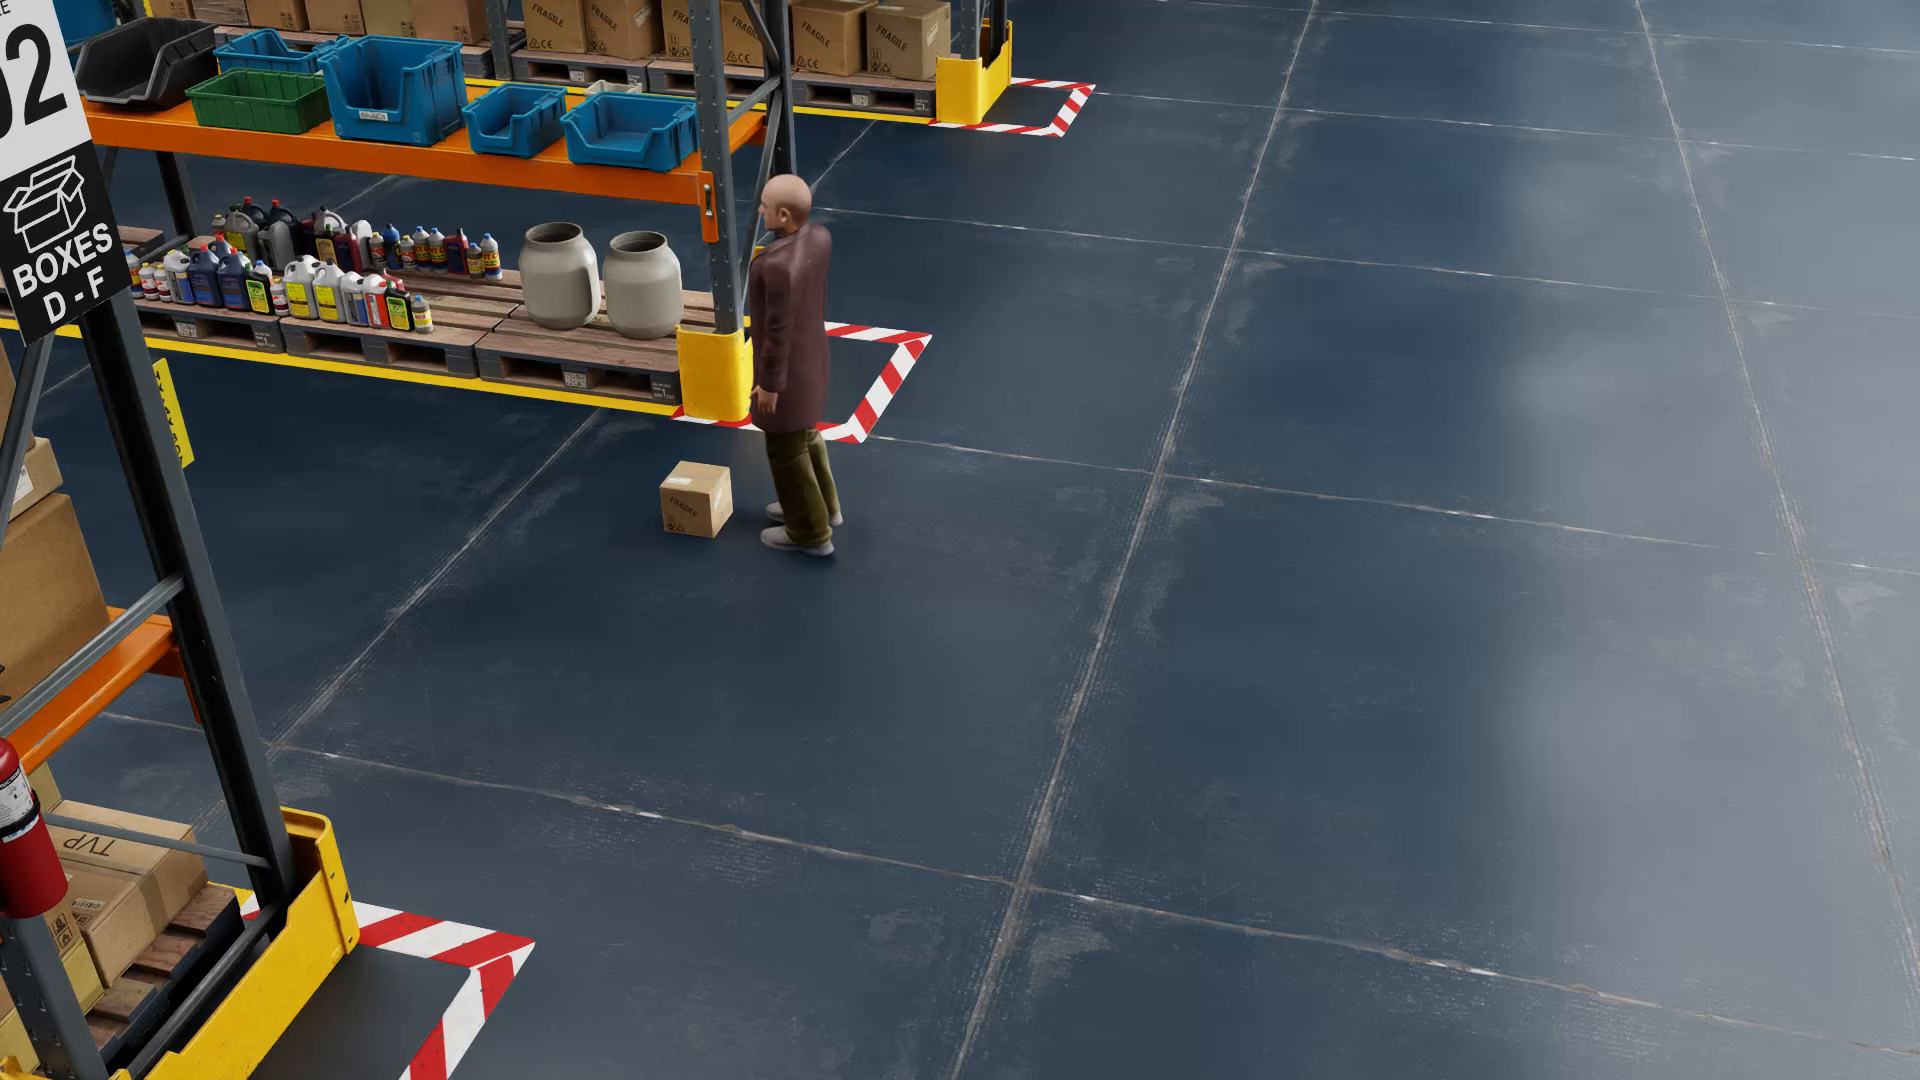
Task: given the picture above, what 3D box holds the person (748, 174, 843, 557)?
[{"bbox_3d":[-0.761,-0.674,7.415,0.418,1.579,0.561,9,33,13],"label":"person"}]
